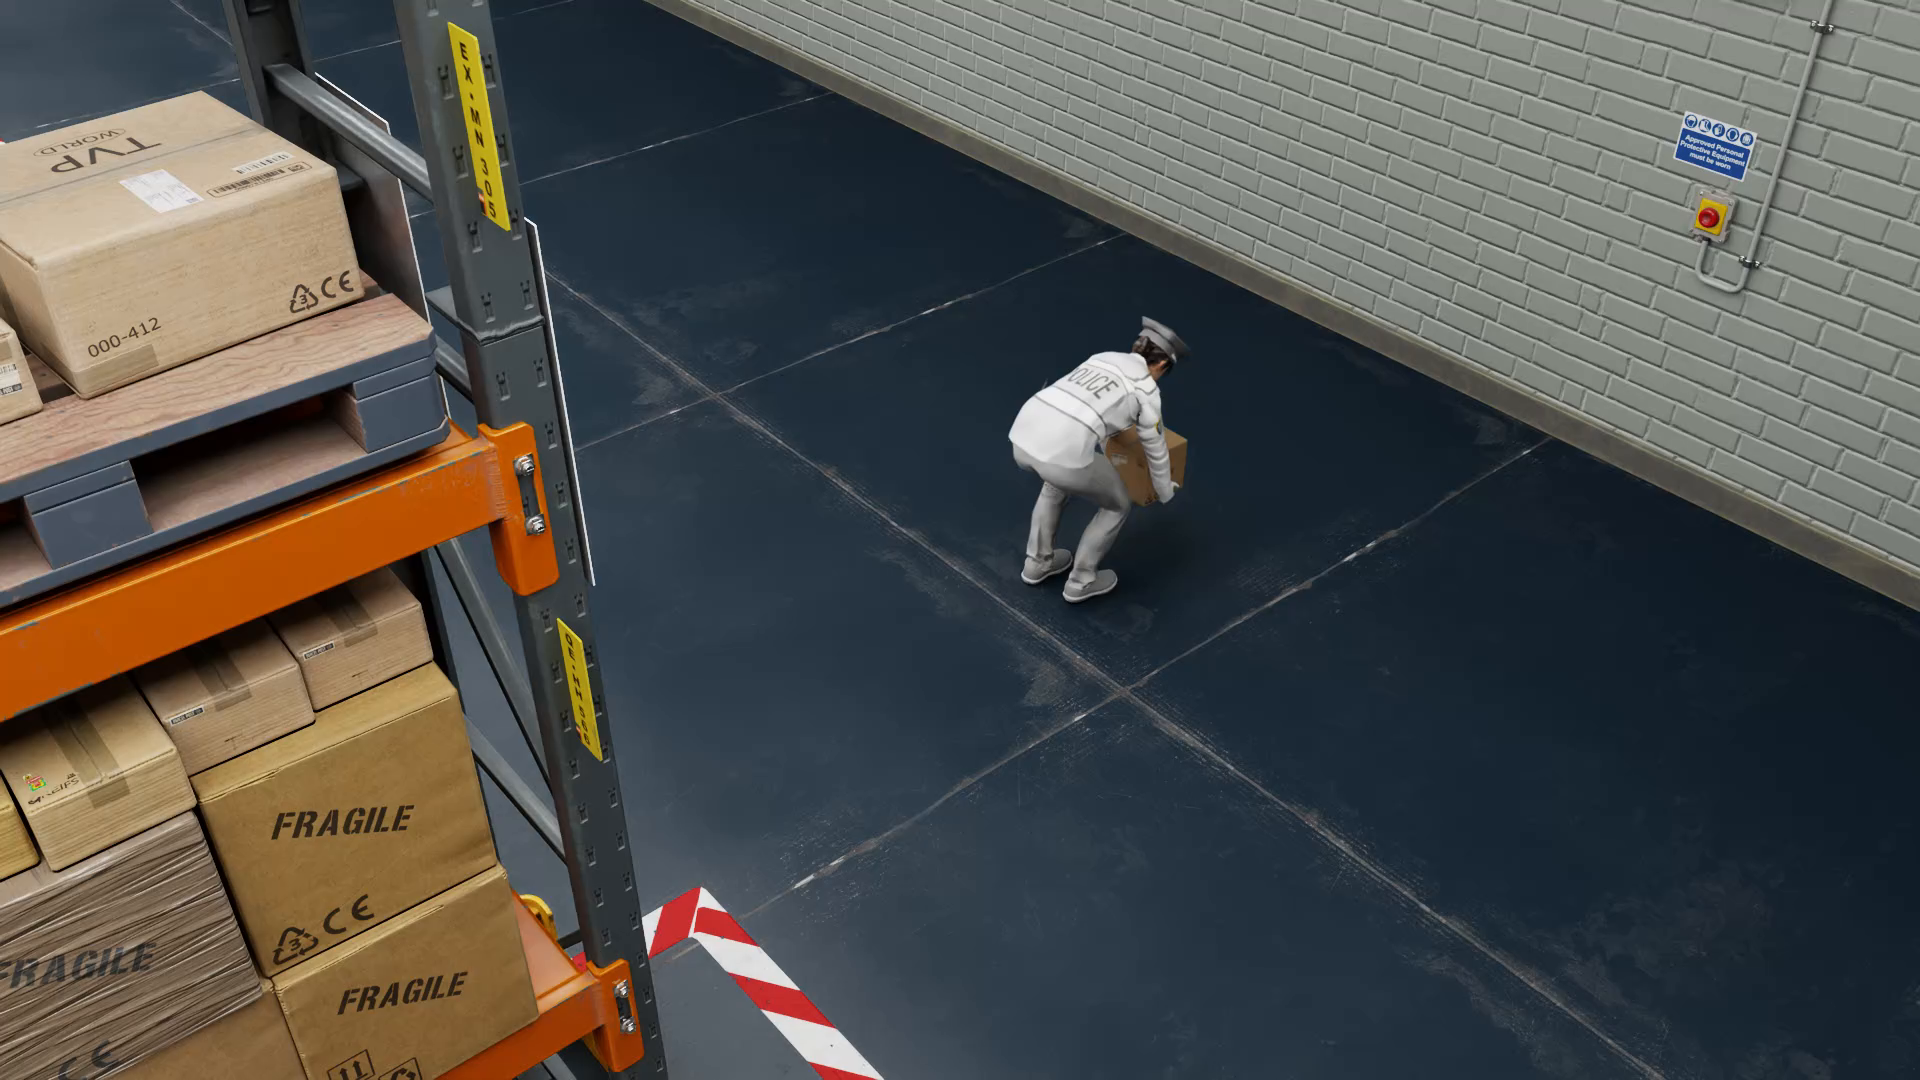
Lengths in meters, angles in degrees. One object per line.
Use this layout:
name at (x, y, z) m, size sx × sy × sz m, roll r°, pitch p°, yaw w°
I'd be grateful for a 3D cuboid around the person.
person at (0.601, -0.335, 7.065) m, size 0.917 × 1.126 × 0.438 m, roll -29°, pitch 45°, yaw -33°
